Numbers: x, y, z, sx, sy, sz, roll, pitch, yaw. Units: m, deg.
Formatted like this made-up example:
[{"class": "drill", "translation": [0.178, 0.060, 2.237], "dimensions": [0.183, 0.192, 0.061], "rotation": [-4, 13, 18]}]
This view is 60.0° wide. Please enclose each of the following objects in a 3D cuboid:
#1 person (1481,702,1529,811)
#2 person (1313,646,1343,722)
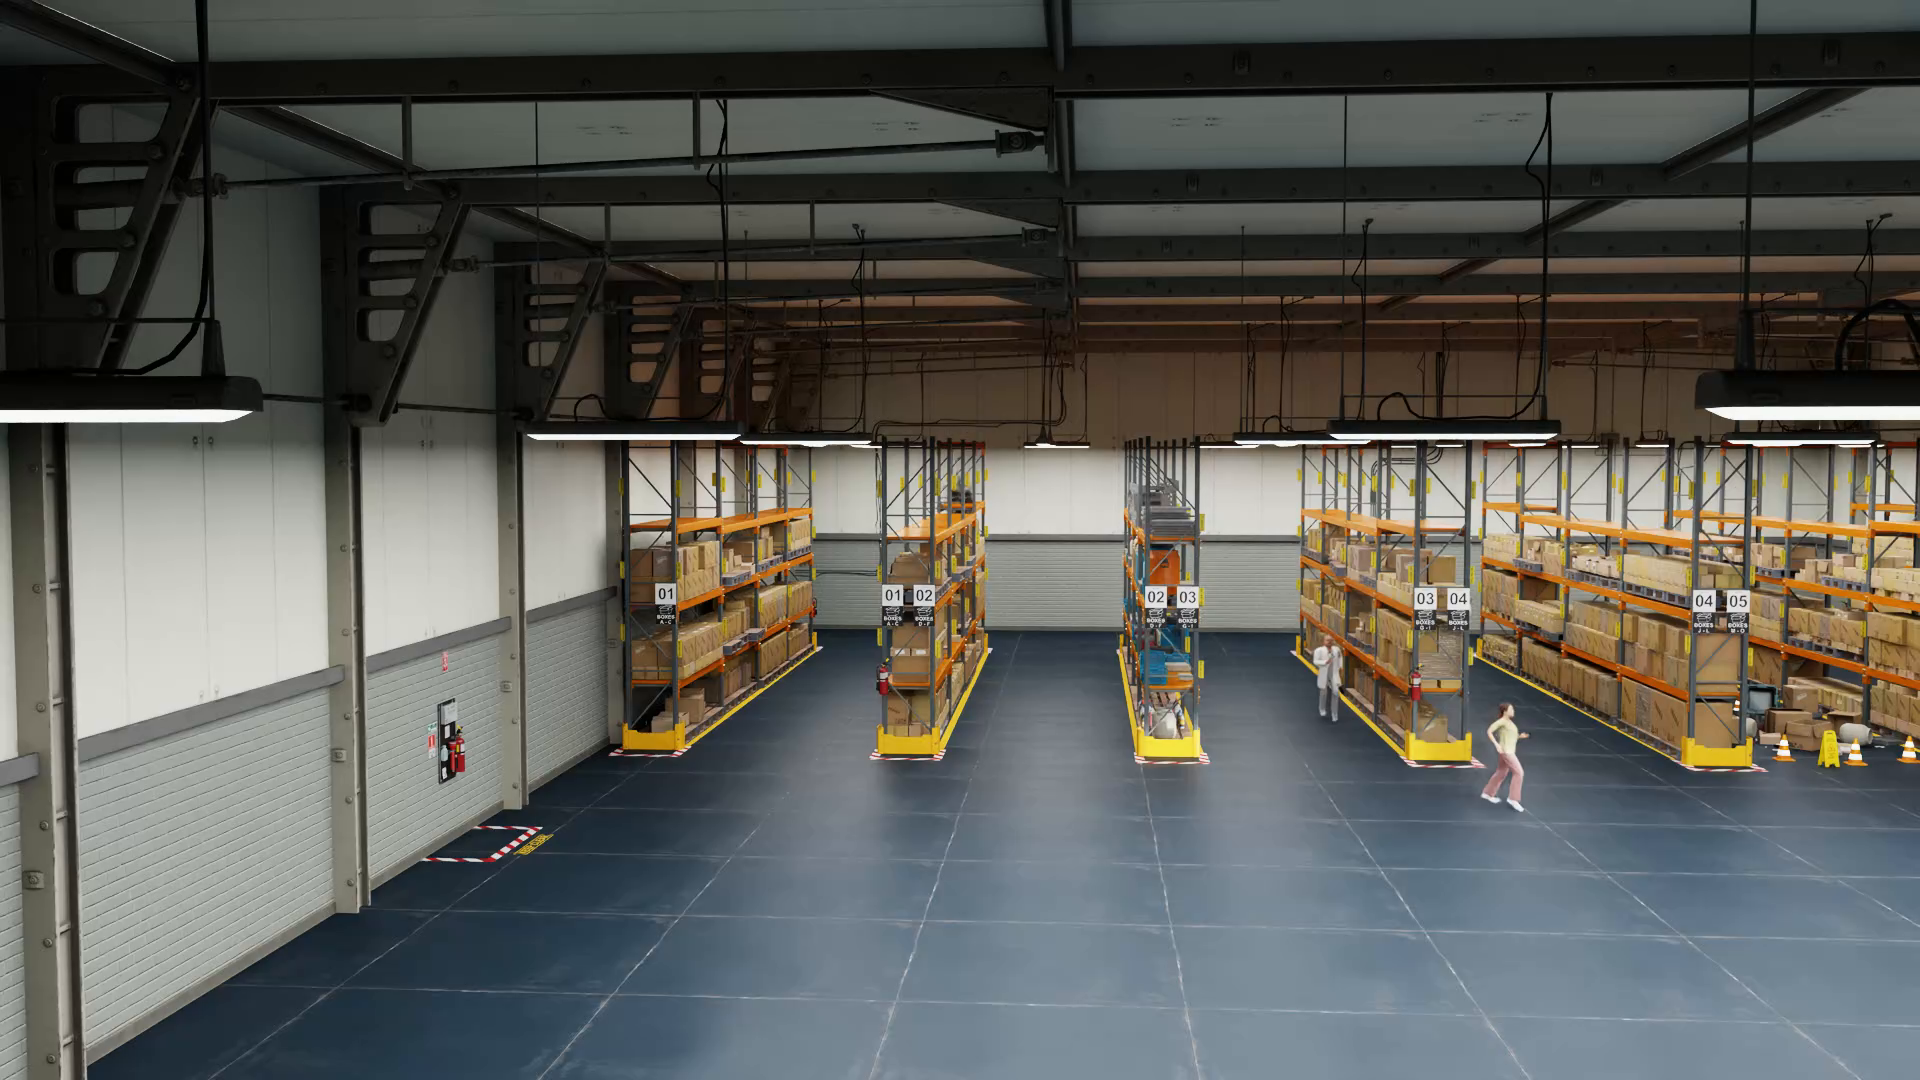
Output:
[{"class": "person", "translation": [8.742, 3.458, 26.682], "dimensions": [0.743, 1.727, 0.544], "rotation": [2, 3, 27]}, {"class": "person", "translation": [7.851, 3.044, 35.463], "dimensions": [0.672, 1.643, 0.723], "rotation": [0, 3, 2]}]
